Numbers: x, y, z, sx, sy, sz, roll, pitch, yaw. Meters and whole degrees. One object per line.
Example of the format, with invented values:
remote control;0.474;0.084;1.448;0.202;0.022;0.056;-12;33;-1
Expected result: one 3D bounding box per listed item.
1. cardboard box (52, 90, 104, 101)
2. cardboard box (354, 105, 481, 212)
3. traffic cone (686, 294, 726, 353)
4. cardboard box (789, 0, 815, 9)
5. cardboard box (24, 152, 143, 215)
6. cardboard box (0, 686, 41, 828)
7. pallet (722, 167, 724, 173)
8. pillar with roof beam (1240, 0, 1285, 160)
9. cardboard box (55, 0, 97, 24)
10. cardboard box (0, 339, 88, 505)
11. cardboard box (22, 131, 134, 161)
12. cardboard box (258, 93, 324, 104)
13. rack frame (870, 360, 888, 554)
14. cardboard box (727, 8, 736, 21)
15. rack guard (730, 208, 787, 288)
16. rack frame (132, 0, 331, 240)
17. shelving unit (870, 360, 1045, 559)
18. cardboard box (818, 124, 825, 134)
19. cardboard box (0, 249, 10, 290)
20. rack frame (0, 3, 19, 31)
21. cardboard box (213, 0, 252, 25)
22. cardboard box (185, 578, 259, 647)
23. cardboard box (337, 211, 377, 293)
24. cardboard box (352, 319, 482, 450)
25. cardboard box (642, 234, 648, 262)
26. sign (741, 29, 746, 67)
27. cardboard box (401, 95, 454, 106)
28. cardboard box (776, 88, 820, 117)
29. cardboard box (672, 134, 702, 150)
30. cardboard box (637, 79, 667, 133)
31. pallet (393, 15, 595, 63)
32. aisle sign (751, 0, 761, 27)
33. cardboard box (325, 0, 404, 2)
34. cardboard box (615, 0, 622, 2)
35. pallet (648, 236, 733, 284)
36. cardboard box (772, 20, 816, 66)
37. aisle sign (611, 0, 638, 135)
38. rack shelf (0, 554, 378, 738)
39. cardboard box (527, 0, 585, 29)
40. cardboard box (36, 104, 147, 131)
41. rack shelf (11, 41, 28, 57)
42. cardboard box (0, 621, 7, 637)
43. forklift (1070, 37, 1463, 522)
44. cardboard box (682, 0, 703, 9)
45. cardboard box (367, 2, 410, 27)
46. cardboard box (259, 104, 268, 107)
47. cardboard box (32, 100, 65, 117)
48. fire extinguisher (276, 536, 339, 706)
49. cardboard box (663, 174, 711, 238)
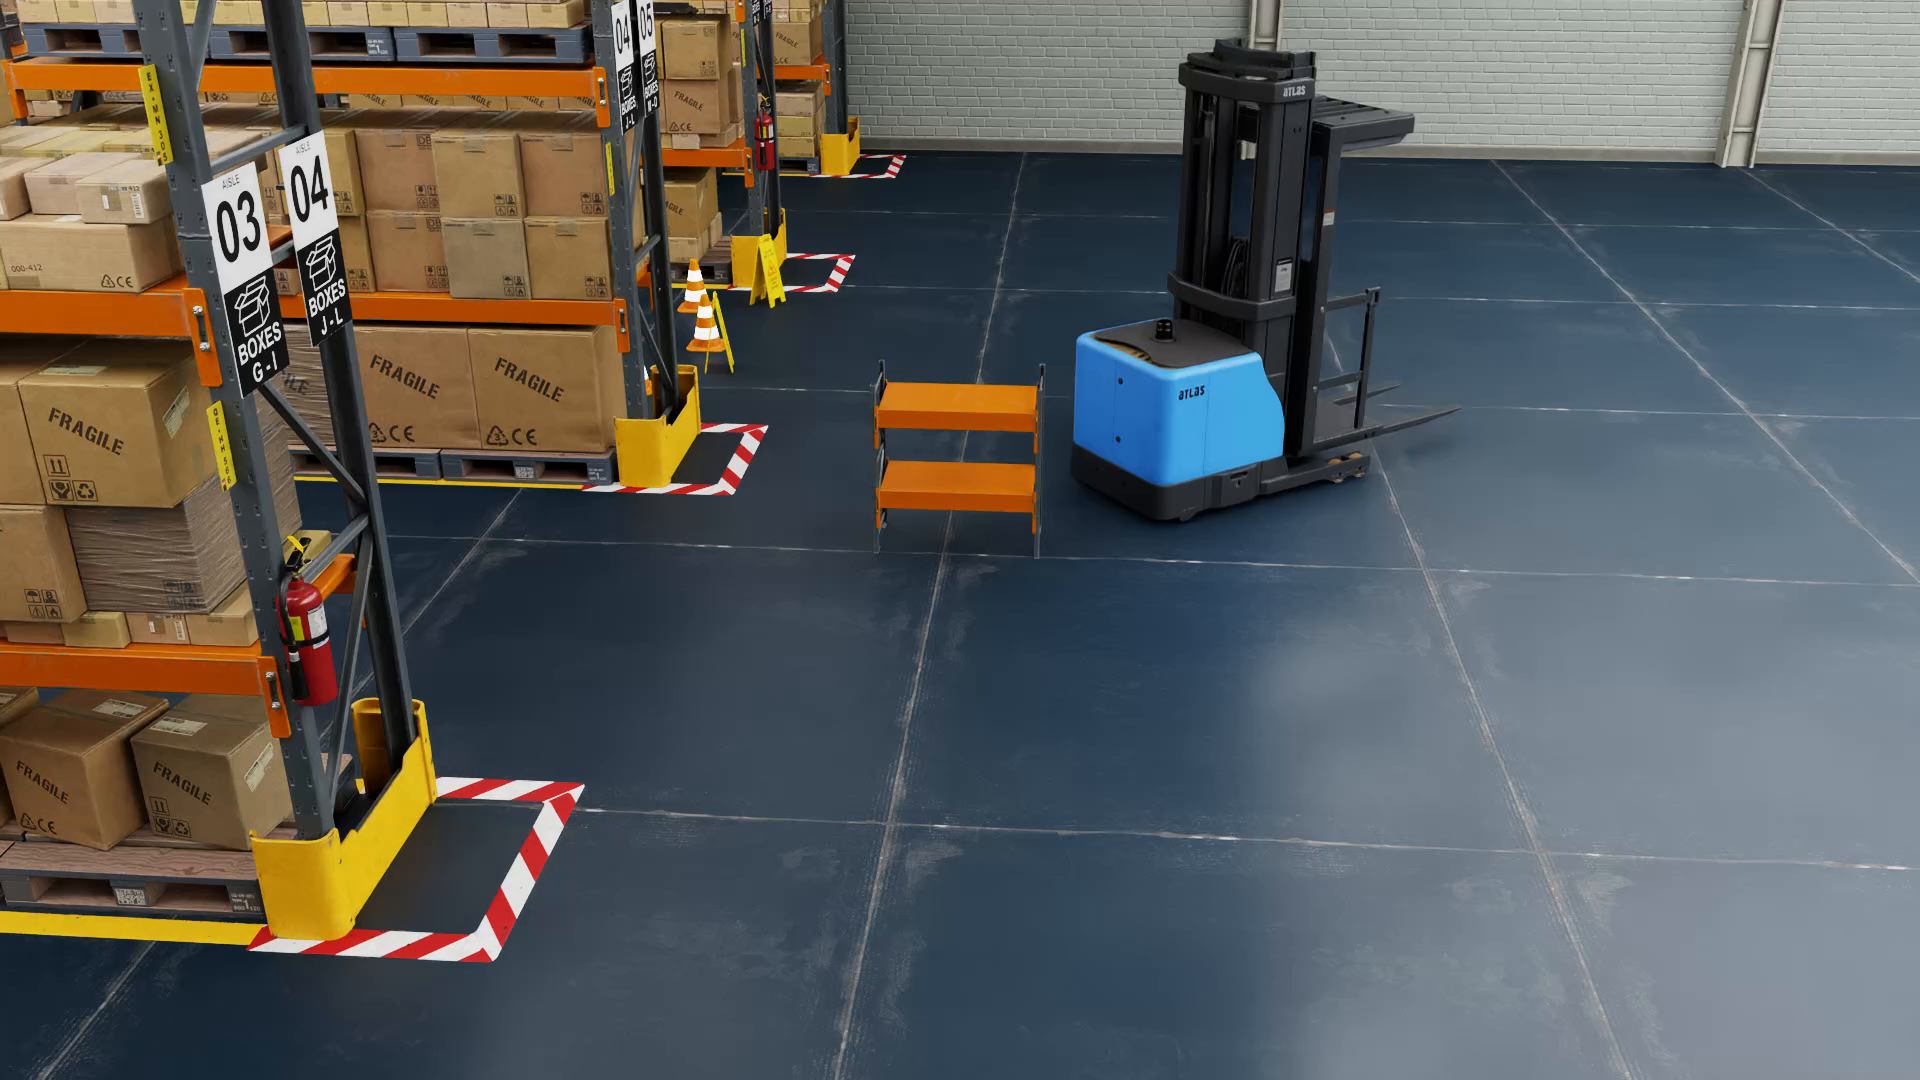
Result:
cardboard box;-8.404;-4.525;16.019;0.500;0.500;0.500;2;25;5
cardboard box;-3.657;-2.611;11.365;0.550;0.550;0.875;2;25;4
traffic cone;-2.182;-1.887;14.298;0.334;0.463;0.336;2;25;4
cardboard box;-1.905;-6.505;20.047;0.250;0.149;0.380;2;25;4
cardboard box;-3.218;-1.318;6.141;0.250;0.149;0.380;1;25;2
cardboard box;-4.510;0.978;7.523;0.500;0.500;0.500;4;25;9
pallet;-3.511;-4.886;21.117;1.213;0.211;1.003;2;25;4
pillar with roof beam;3.495;-7.243;15.725;0.400;9.000;9.100;2;25;4
cardboard box;-5.580;-3.423;10.690;0.250;0.149;0.380;2;25;4
cardboard box;-3.733;-0.470;6.511;0.500;0.500;0.500;2;25;4
cardboard box;-3.436;-1.493;6.520;0.250;0.149;0.380;1;25;3
cardboard box;-6.375;-4.455;15.866;0.500;0.500;0.500;1;25;3
rack frame;-0.514;-0.527;10.551;0.032;1.125;0.500;2;25;4
cardboard box;-2.657;-6.383;20.137;0.250;0.149;0.380;2;25;4
rack guard;-1.984;-2.904;16.463;0.348;0.500;1.175;2;25;4
rack frame;-2.667;-2.632;5.705;0.127;3.000;1.000;2;25;4
shelving unit;-0.007;-0.511;10.515;1.048;1.125;0.538;2;25;4
cardboard box;-2.007;-5.145;21.129;0.500;0.250;0.500;2;25;4
cardboard box;-3.665;-1.125;6.199;0.500;0.250;0.500;2;25;4
rack frame;-6.175;-4.824;10.468;0.127;3.000;1.000;2;25;4
cardboard box;-4.568;-3.390;10.619;0.250;0.149;0.380;2;25;4
cardboard box;-2.967;0.284;6.844;0.250;0.149;0.380;2;25;4
cardboard box;-4.190;-2.110;11.568;0.500;0.550;0.875;2;25;4
cardboard box;-3.745;-1.218;11.847;0.875;0.875;0.875;1;25;3
cardboard box;-3.251;-2.912;16.278;0.500;0.250;0.500;2;25;4
sign;-1.971;-4.476;15.125;0.005;0.325;0.100;2;25;4
cardboard box;-4.977;-4.209;15.833;0.500;0.500;0.500;2;25;4
cardboard box;-2.015;-5.387;20.459;0.500;0.250;0.500;3;25;6
cardboard box;-2.559;-3.808;15.737;0.250;0.149;0.380;2;25;3
cardboard box;-2.970;-4.138;15.679;0.500;0.500;0.500;2;25;4
pallet;-2.927;-3.312;10.878;1.213;0.211;1.003;2;25;4
aisle sign;-1.869;-5.095;15.125;0.004;0.787;0.394;2;25;4
cardboard box;-3.695;-3.568;10.530;0.500;0.250;0.500;2;25;4
cardboard box;-4.193;-6.552;20.149;0.250;0.149;0.380;1;25;3
pallet;-2.792;-2.813;16.612;1.213;0.211;1.003;2;25;4
cardboard box;-2.043;-6.058;20.207;0.500;0.500;0.500;1;25;3
aisle sign;-2.139;-3.024;10.624;0.004;0.787;0.394;2;25;4
rack shelf;-4.661;0.356;7.248;4.000;0.370;1.077;2;25;4
cardboard box;-2.544;-3.325;10.477;0.250;0.149;0.380;2;25;4
cardboard box;-5.810;-2.631;11.409;0.550;0.550;0.875;2;25;4
rack shelf;-8.169;-3.198;11.385;4.000;0.370;1.077;2;25;4
cardboard box;-3.964;0.250;6.919;0.250;0.149;0.380;2;25;4
forklift;2.289;-1.901;11.376;3.031;2.935;1.130;-15;29;-29
cardboard box;-3.186;-6.504;20.044;0.250;0.149;0.380;2;25;5
cardboard box;-3.559;-3.357;10.548;0.250;0.149;0.380;1;25;3
cardboard box;-6.693;-4.159;15.998;0.250;0.149;0.380;1;25;2
cardboard box;-8.754;-4.213;16.116;0.250;0.149;0.380;2;25;4
fire extinguisher;-2.588;0.324;6.549;0.183;0.674;0.296;2;25;4
cardboard box;-2.727;-3.236;16.085;0.500;0.500;0.500;2;25;4
